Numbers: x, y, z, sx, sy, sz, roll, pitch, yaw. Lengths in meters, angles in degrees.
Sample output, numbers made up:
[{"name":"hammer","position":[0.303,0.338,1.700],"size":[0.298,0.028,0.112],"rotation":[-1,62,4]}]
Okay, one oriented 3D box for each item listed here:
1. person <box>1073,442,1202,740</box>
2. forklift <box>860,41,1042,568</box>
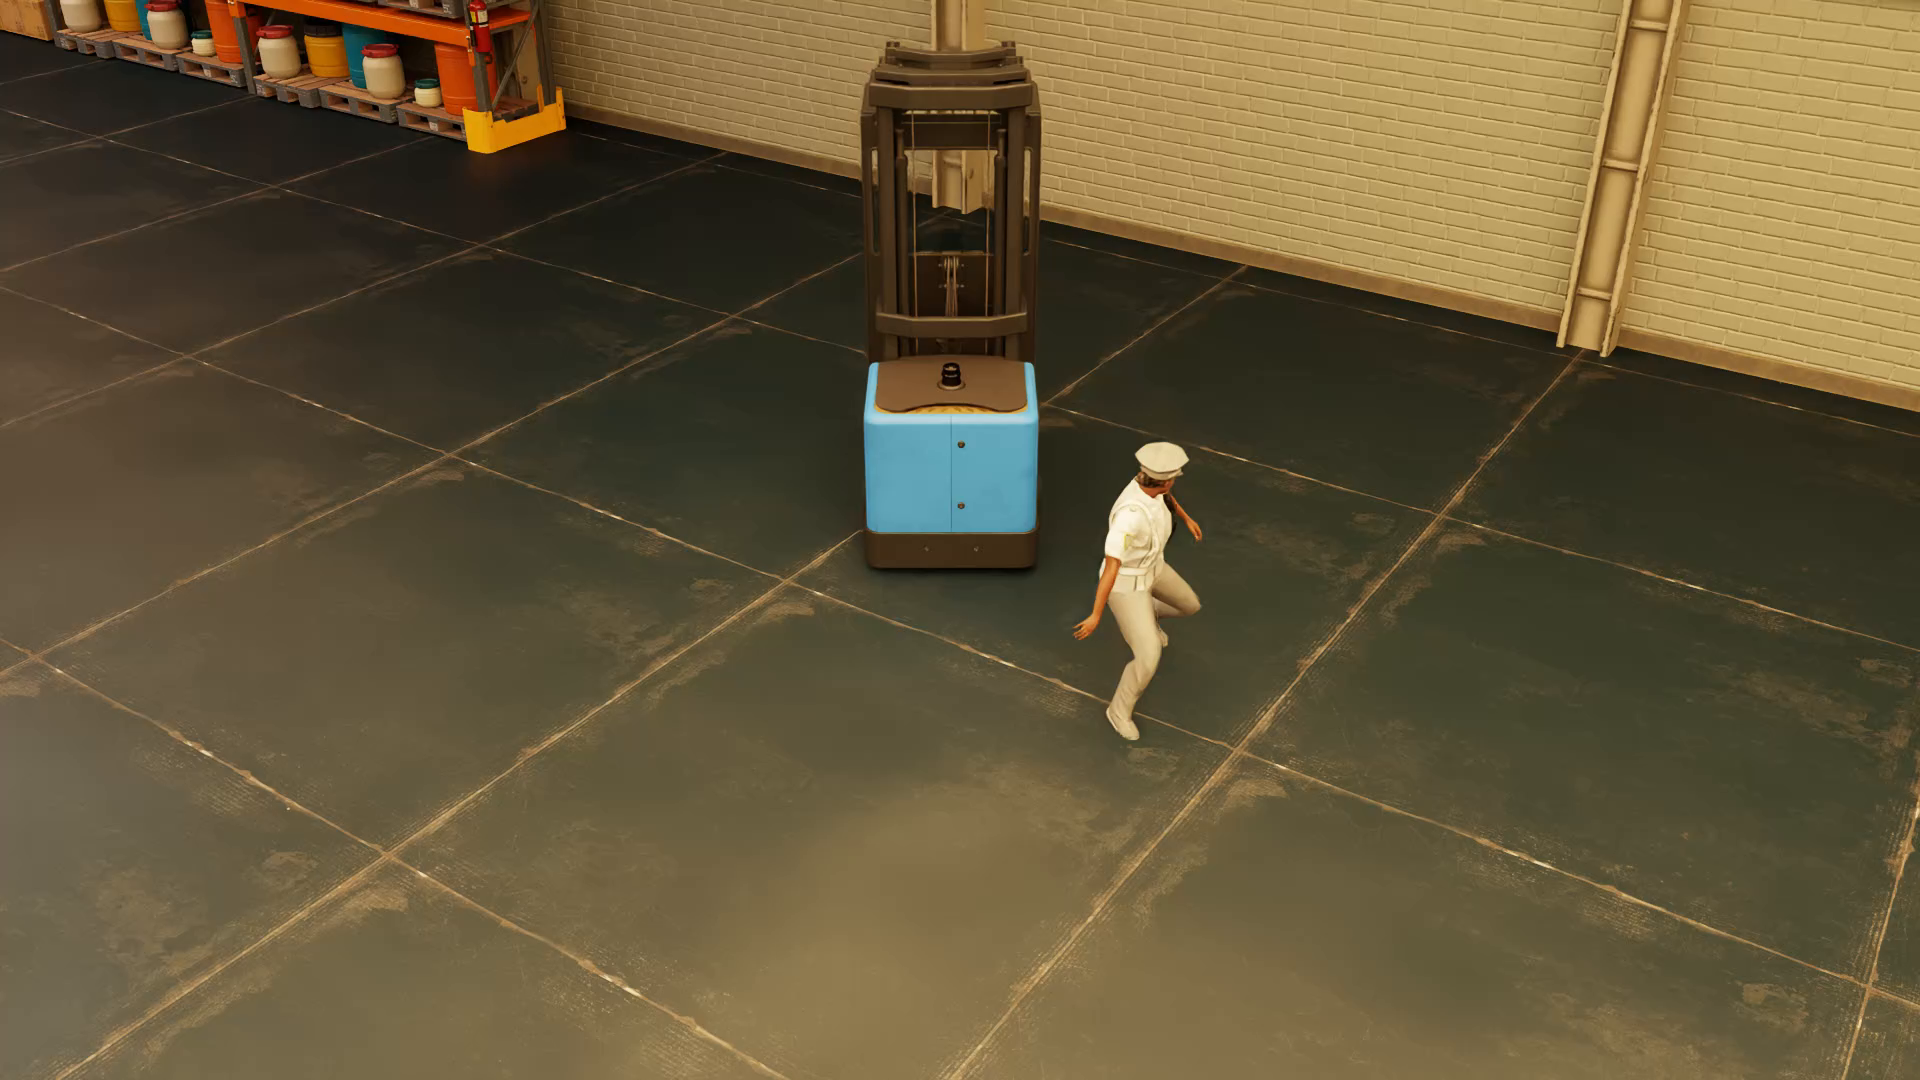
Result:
[{"name":"person","position":[0.939,0.234,8.665],"size":[0.465,1.558,1.076],"rotation":[16,34,25]},{"name":"forklift","position":[-0.054,-1.796,10.674],"size":[1.130,2.935,3.031],"rotation":[0,30,0]}]
